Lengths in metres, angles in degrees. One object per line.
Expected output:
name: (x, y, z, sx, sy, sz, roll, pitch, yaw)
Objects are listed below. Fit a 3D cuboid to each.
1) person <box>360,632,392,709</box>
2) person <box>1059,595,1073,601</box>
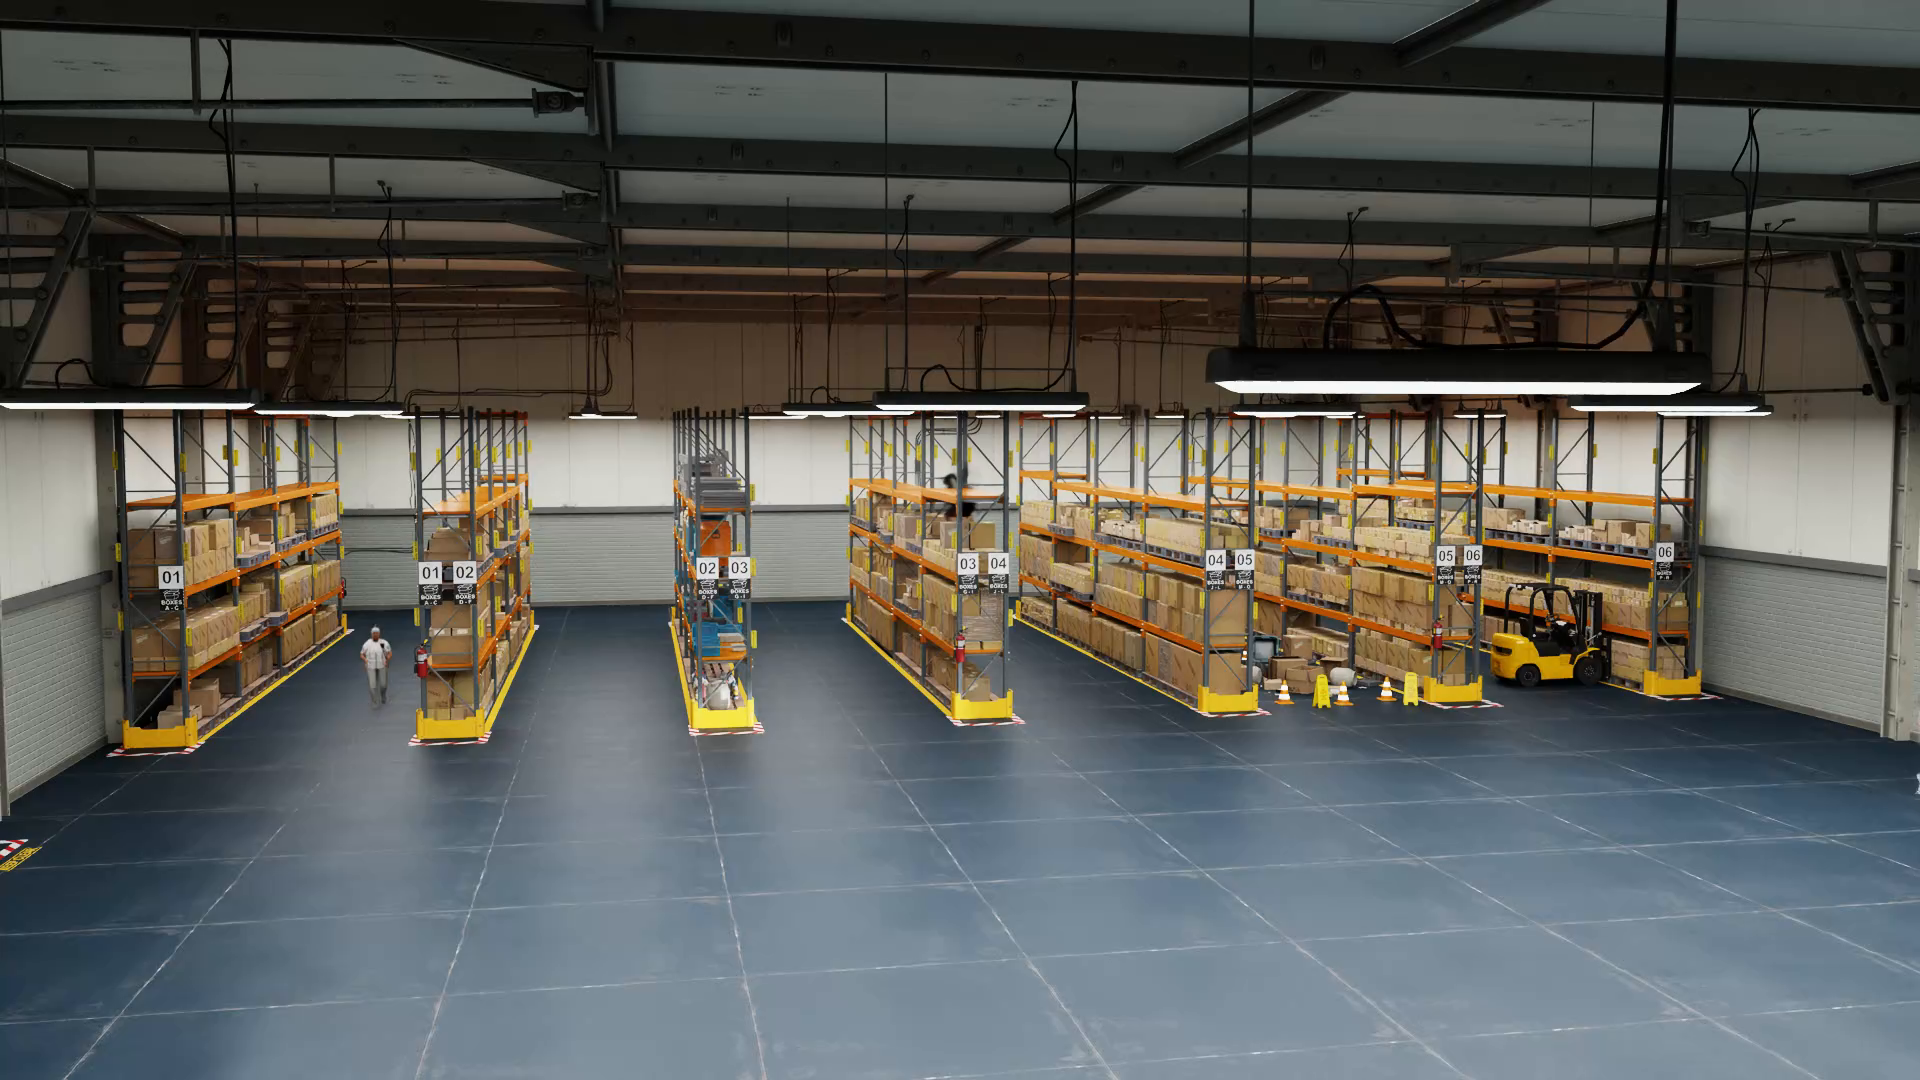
person: (-11.650, 2.565, 33.189, 0.603, 1.596, 0.533, -1, 4, -19)
person: (3.169, 1.337, 49.626, 0.779, 1.712, 0.521, -3, 5, -38)
